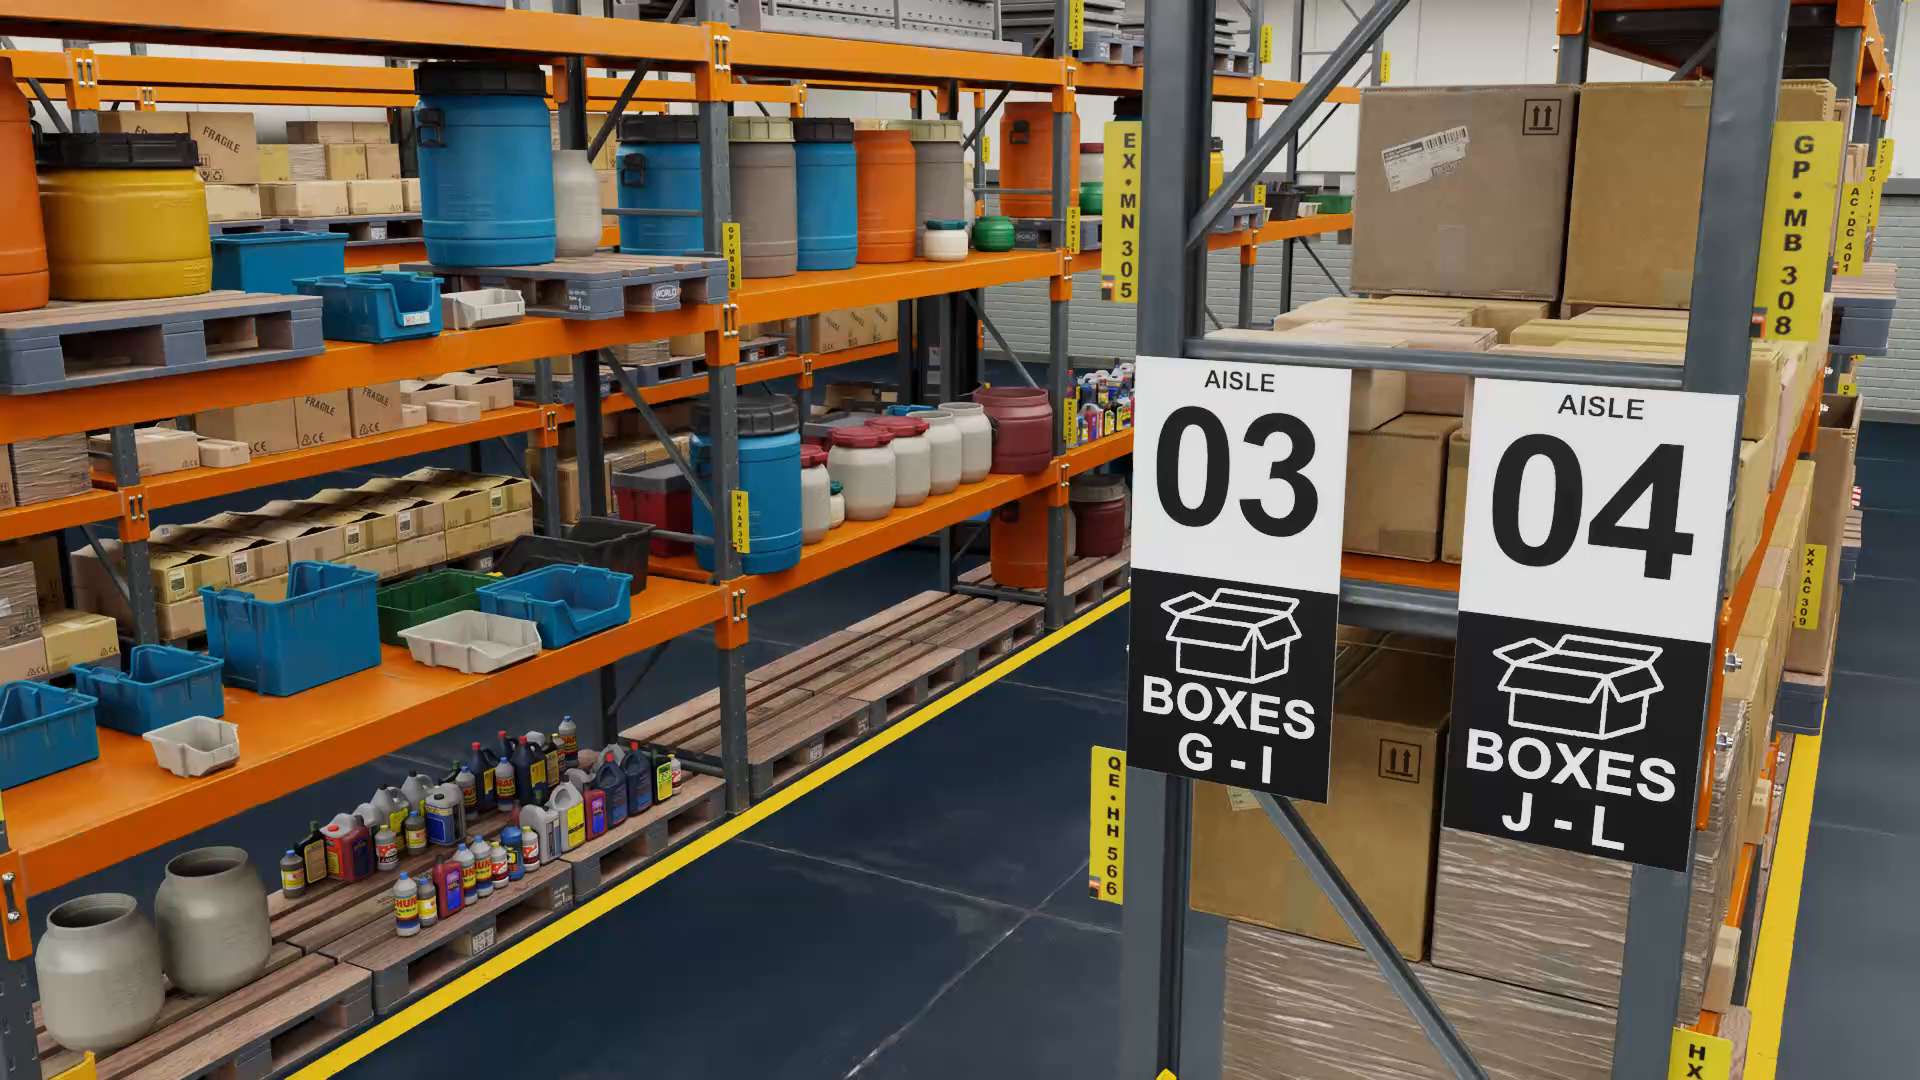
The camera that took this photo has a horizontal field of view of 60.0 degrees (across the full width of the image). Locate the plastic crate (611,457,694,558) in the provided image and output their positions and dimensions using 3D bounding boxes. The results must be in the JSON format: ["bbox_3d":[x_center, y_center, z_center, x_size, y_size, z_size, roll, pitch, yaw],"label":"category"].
[{"bbox_3d":[-1.652,-0.190,9.500,0.402,0.464,0.583,7,15,28],"label":"plastic crate"}]

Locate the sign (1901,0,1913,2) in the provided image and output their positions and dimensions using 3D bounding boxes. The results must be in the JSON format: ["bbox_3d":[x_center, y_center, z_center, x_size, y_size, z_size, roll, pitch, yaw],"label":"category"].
[{"bbox_3d":[8.987,-5.270,15.747,0.100,0.325,0.005,7,15,28],"label":"sign"}]

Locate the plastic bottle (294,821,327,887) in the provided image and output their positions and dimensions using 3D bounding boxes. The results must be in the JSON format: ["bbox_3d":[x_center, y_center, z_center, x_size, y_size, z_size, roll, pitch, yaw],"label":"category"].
[{"bbox_3d":[-3.007,1.450,7.692,0.061,0.283,0.133,8,16,29],"label":"plastic bottle"}]

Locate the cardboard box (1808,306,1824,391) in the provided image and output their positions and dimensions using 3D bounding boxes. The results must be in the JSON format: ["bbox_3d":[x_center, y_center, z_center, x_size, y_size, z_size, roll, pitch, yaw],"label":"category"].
[{"bbox_3d":[2.464,-0.620,5.340,0.500,0.250,0.500,8,16,29],"label":"cardboard box"}]

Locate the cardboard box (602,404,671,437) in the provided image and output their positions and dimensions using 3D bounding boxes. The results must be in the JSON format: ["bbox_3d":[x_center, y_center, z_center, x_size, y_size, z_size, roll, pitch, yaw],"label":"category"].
[{"bbox_3d":[-3.258,-1.211,16.669,0.500,0.250,0.500,7,15,27],"label":"cardboard box"}]

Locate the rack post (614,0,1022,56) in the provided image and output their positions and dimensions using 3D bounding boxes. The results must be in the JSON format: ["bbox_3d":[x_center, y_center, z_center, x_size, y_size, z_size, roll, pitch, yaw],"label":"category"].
[{"bbox_3d":[-0.742,-3.452,9.942,1.013,1.000,3.121,7,15,28],"label":"rack post"}]

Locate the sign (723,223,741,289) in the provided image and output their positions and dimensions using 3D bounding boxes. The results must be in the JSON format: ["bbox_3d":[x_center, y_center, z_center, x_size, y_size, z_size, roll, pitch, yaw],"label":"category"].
[{"bbox_3d":[-1.142,-1.423,8.332,0.100,0.325,0.005,7,15,28],"label":"sign"}]

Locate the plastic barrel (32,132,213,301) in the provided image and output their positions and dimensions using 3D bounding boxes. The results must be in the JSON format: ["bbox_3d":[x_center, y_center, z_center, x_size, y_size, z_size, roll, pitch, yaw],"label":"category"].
[{"bbox_3d":[-3.112,-1.206,6.155,0.600,0.588,0.600,0,14,0],"label":"plastic barrel"}]

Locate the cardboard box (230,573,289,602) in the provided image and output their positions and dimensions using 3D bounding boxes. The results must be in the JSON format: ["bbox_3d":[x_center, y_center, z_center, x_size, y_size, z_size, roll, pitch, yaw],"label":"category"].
[{"bbox_3d":[-5.293,0.387,12.217,0.500,0.250,0.500,8,16,29],"label":"cardboard box"}]

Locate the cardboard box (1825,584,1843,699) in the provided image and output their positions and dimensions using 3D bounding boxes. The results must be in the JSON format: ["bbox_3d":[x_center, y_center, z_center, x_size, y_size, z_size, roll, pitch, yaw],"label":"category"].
[{"bbox_3d":[5.003,0.405,10.806,1.225,0.875,0.875,7,15,25],"label":"cardboard box"}]

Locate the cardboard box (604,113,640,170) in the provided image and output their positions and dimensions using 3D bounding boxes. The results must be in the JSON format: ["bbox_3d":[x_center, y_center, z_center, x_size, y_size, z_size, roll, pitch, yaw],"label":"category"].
[{"bbox_3d":[-3.309,-3.698,15.443,0.500,0.500,0.500,7,15,28],"label":"cardboard box"}]

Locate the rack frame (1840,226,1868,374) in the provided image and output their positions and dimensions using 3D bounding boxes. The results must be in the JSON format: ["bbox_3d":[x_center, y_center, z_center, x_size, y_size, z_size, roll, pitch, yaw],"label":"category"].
[{"bbox_3d":[6.585,-1.105,13.432,1.000,3.000,0.127,7,15,28],"label":"rack frame"}]

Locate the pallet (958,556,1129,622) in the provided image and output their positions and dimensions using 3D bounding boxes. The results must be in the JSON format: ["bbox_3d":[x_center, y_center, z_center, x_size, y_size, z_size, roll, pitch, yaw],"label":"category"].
[{"bbox_3d":[0.660,0.344,13.373,1.003,0.211,1.213,7,15,28],"label":"pallet"}]

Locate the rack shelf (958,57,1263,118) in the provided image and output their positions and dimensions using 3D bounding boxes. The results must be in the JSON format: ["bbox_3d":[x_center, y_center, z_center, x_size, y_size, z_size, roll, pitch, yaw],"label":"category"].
[{"bbox_3d":[1.282,-3.628,13.486,1.077,0.370,4.000,7,15,28],"label":"rack shelf"}]

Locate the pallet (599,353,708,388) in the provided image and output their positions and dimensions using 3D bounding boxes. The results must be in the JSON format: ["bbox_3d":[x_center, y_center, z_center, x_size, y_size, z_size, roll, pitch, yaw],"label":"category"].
[{"bbox_3d":[-3.083,-1.713,16.367,1.003,0.211,1.213,7,15,28],"label":"pallet"}]

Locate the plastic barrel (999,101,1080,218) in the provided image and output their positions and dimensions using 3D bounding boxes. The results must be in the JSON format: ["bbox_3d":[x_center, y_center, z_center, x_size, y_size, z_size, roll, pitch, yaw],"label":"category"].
[{"bbox_3d":[0.592,-2.833,12.387,0.600,0.830,0.708,7,15,28],"label":"plastic barrel"}]

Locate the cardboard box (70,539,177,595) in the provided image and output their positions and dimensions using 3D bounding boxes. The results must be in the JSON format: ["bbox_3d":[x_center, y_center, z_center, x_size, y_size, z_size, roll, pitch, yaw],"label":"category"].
[{"bbox_3d":[-6.008,0.158,11.970,0.500,0.311,0.500,7,15,28],"label":"cardboard box"}]

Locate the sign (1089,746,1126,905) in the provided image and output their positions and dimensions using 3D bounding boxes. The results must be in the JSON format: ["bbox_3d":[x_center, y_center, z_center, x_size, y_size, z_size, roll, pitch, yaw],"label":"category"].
[{"bbox_3d":[0.308,0.574,3.326,0.100,0.325,0.005,7,15,28],"label":"sign"}]

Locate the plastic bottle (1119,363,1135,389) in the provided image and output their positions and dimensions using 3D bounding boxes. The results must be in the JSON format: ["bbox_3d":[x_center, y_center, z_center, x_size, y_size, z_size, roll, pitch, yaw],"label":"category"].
[{"bbox_3d":[1.515,-1.479,15.248,0.152,0.276,0.135,7,15,28],"label":"plastic bottle"}]

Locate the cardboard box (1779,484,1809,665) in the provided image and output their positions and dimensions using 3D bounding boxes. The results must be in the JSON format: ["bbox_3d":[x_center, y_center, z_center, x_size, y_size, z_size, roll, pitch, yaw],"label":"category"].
[{"bbox_3d":[2.500,0.083,5.522,0.500,0.500,0.500,7,15,28],"label":"cardboard box"}]

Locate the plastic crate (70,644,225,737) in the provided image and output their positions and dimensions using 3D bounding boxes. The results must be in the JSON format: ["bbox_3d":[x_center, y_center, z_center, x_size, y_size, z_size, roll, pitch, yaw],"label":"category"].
[{"bbox_3d":[-3.253,0.599,6.682,0.499,0.251,0.408,7,15,28],"label":"plastic crate"}]

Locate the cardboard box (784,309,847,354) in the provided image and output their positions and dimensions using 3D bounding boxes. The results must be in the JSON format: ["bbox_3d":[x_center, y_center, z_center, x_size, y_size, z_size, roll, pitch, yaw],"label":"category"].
[{"bbox_3d":[-1.600,-2.350,18.385,0.500,0.500,0.500,8,16,30],"label":"cardboard box"}]

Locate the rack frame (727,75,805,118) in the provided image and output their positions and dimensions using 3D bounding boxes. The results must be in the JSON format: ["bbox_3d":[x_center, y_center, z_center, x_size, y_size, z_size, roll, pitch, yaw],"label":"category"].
[{"bbox_3d":[-2.085,-5.144,17.388,1.000,3.000,0.127,7,15,28],"label":"rack frame"}]

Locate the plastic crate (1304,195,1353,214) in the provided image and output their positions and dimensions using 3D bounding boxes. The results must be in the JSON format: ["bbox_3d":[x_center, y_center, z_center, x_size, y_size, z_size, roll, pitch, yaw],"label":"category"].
[{"bbox_3d":[3.956,-3.607,17.864,0.450,0.188,0.336,7,15,28],"label":"plastic crate"}]

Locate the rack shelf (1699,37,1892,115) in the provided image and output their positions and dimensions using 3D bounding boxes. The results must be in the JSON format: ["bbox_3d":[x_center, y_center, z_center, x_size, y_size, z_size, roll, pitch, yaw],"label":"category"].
[{"bbox_3d":[5.618,-3.067,11.158,1.077,0.370,4.000,7,15,28],"label":"rack shelf"}]

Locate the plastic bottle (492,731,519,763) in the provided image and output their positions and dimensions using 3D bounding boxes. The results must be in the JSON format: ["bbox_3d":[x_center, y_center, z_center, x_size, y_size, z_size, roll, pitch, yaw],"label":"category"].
[{"bbox_3d":[-2.372,1.168,8.719,0.144,0.351,0.185,8,16,30],"label":"plastic bottle"}]

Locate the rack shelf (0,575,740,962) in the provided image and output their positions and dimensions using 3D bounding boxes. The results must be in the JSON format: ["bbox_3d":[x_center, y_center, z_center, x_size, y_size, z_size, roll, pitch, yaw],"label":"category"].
[{"bbox_3d":[-2.585,0.735,7.334,1.077,0.370,4.000,7,15,28],"label":"rack shelf"}]

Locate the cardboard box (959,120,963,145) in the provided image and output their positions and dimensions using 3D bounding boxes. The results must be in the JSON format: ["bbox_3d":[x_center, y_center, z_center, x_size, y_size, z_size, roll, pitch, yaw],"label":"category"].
[{"bbox_3d":[-0.386,-4.934,20.570,0.700,0.500,0.500,7,15,28],"label":"cardboard box"}]

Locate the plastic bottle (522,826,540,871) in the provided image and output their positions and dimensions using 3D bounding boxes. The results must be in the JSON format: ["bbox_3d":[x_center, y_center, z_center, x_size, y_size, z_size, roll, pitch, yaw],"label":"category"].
[{"bbox_3d":[-2.041,1.452,7.857,0.097,0.201,0.097,0,14,0],"label":"plastic bottle"}]

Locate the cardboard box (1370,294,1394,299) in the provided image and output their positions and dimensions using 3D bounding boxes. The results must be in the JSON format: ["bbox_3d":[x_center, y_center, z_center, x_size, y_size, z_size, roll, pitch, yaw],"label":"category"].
[{"bbox_3d":[1.280,-0.580,4.326,0.380,0.149,0.250,7,15,25],"label":"cardboard box"}]

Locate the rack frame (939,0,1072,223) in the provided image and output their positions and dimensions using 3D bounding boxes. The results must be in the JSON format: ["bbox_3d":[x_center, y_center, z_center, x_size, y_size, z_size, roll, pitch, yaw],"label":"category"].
[{"bbox_3d":[0.315,-3.762,11.653,1.000,3.000,0.127,7,15,28],"label":"rack frame"}]

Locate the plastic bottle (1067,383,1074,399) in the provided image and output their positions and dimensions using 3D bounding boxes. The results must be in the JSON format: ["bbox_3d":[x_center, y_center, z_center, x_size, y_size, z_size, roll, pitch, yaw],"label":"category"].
[{"bbox_3d":[0.905,-1.176,13.977,0.061,0.283,0.133,7,15,28],"label":"plastic bottle"}]

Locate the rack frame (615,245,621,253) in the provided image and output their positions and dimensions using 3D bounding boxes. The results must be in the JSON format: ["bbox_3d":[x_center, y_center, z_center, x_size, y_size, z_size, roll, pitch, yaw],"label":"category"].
[{"bbox_3d":[-4.490,-3.609,23.820,1.000,3.000,0.127,7,15,28],"label":"rack frame"}]

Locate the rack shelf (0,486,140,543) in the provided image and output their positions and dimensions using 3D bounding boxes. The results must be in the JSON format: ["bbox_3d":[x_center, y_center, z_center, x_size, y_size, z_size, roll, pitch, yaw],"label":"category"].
[{"bbox_3d":[-6.920,0.173,9.665,1.077,0.370,4.000,7,15,28],"label":"rack shelf"}]

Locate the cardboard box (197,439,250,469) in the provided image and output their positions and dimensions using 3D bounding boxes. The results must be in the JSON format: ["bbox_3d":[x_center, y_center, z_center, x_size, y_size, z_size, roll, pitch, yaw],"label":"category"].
[{"bbox_3d":[-5.345,-0.623,11.971,0.380,0.149,0.250,7,15,28],"label":"cardboard box"}]

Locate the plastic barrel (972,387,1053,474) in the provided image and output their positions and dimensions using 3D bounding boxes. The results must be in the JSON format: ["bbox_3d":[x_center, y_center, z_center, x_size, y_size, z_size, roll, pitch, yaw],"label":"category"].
[{"bbox_3d":[0.356,-0.782,11.803,0.600,0.536,0.708,7,15,28],"label":"plastic barrel"}]

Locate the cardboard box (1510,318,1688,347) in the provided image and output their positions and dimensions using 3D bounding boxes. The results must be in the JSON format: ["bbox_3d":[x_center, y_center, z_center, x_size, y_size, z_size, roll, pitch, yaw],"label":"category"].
[{"bbox_3d":[1.343,-0.360,3.413,0.380,0.149,0.250,7,15,27],"label":"cardboard box"}]

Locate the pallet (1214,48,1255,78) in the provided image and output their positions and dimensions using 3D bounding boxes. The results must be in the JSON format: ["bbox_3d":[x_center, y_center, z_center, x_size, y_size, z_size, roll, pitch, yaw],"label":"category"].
[{"bbox_3d":[1.876,-4.123,14.407,1.003,0.211,1.213,7,15,28],"label":"pallet"}]

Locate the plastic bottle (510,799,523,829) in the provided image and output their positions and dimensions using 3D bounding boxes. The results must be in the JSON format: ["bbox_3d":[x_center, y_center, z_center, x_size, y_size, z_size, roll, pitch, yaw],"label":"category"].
[{"bbox_3d":[-2.102,1.373,8.010,0.061,0.283,0.133,7,15,28],"label":"plastic bottle"}]

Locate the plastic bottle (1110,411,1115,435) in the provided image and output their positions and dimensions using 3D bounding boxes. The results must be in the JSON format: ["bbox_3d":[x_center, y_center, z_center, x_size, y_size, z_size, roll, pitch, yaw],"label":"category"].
[{"bbox_3d":[1.176,-0.944,13.189,0.097,0.201,0.097,0,14,0],"label":"plastic bottle"}]

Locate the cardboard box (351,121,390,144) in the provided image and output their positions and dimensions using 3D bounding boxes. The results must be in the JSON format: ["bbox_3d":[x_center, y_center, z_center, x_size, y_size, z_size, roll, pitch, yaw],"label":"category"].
[{"bbox_3d":[-6.964,-4.708,19.226,0.500,0.250,0.500,9,16,32],"label":"cardboard box"}]

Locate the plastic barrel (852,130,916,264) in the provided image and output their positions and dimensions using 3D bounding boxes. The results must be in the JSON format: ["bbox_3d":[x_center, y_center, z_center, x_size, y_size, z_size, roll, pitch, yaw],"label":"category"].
[{"bbox_3d":[-0.588,-2.234,10.801,0.600,0.830,0.708,7,15,28],"label":"plastic barrel"}]

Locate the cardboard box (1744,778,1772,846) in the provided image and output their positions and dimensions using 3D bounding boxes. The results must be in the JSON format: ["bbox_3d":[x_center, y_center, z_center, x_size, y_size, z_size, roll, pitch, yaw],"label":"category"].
[{"bbox_3d":[2.545,0.895,5.675,0.380,0.149,0.250,7,15,28],"label":"cardboard box"}]

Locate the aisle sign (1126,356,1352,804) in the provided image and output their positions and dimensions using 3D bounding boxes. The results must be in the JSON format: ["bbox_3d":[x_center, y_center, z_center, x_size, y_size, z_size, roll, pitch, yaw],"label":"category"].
[{"bbox_3d":[0.491,0.072,3.004,0.394,0.787,0.004,7,15,28],"label":"aisle sign"}]

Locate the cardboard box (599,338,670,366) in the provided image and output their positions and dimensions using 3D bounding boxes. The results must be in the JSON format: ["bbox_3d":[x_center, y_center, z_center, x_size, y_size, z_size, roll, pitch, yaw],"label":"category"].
[{"bbox_3d":[-3.204,-1.968,15.904,0.700,0.500,0.500,11,17,38],"label":"cardboard box"}]

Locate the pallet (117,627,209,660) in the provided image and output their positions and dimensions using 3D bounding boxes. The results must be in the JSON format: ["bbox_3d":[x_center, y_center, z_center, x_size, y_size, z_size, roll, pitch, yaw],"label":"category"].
[{"bbox_3d":[-5.631,0.613,12.255,1.003,0.211,1.213,7,15,28],"label":"pallet"}]

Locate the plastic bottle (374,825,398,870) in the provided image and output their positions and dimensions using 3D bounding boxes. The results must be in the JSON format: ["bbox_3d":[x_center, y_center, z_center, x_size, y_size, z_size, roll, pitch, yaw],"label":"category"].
[{"bbox_3d":[-2.717,1.449,7.870,0.097,0.201,0.097,0,14,0],"label":"plastic bottle"}]

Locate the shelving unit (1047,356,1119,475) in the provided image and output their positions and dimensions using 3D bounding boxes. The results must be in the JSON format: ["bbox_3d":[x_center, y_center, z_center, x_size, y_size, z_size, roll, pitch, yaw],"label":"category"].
[{"bbox_3d":[1.180,-0.951,15.995,0.538,1.500,1.048,4,14,14],"label":"shelving unit"}]

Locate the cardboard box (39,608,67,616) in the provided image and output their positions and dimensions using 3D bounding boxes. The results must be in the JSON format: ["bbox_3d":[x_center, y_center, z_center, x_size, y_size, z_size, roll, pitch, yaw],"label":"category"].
[{"bbox_3d":[-6.442,0.607,11.304,0.500,0.250,0.500,7,15,28],"label":"cardboard box"}]

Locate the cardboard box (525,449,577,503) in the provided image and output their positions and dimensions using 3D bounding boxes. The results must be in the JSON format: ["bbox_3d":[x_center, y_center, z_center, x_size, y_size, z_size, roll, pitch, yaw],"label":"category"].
[{"bbox_3d":[-3.772,-0.624,15.835,0.500,0.500,0.500,8,16,30],"label":"cardboard box"}]

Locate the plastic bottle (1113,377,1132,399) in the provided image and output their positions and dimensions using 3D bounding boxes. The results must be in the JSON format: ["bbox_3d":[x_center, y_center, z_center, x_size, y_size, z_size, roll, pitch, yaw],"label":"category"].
[{"bbox_3d":[1.360,-1.180,13.849,0.144,0.351,0.185,7,15,28],"label":"plastic bottle"}]

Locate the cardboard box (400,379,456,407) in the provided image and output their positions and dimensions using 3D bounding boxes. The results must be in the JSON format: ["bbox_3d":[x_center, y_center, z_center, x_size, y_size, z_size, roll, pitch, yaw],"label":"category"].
[{"bbox_3d":[-4.621,-1.202,14.027,0.500,0.311,0.500,7,15,27],"label":"cardboard box"}]

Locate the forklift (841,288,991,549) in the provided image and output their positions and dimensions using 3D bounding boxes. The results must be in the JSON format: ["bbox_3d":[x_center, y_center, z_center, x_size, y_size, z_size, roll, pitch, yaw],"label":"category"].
[{"bbox_3d":[-0.615,-1.457,15.040,3.031,2.935,1.130,3,14,12],"label":"forklift"}]
